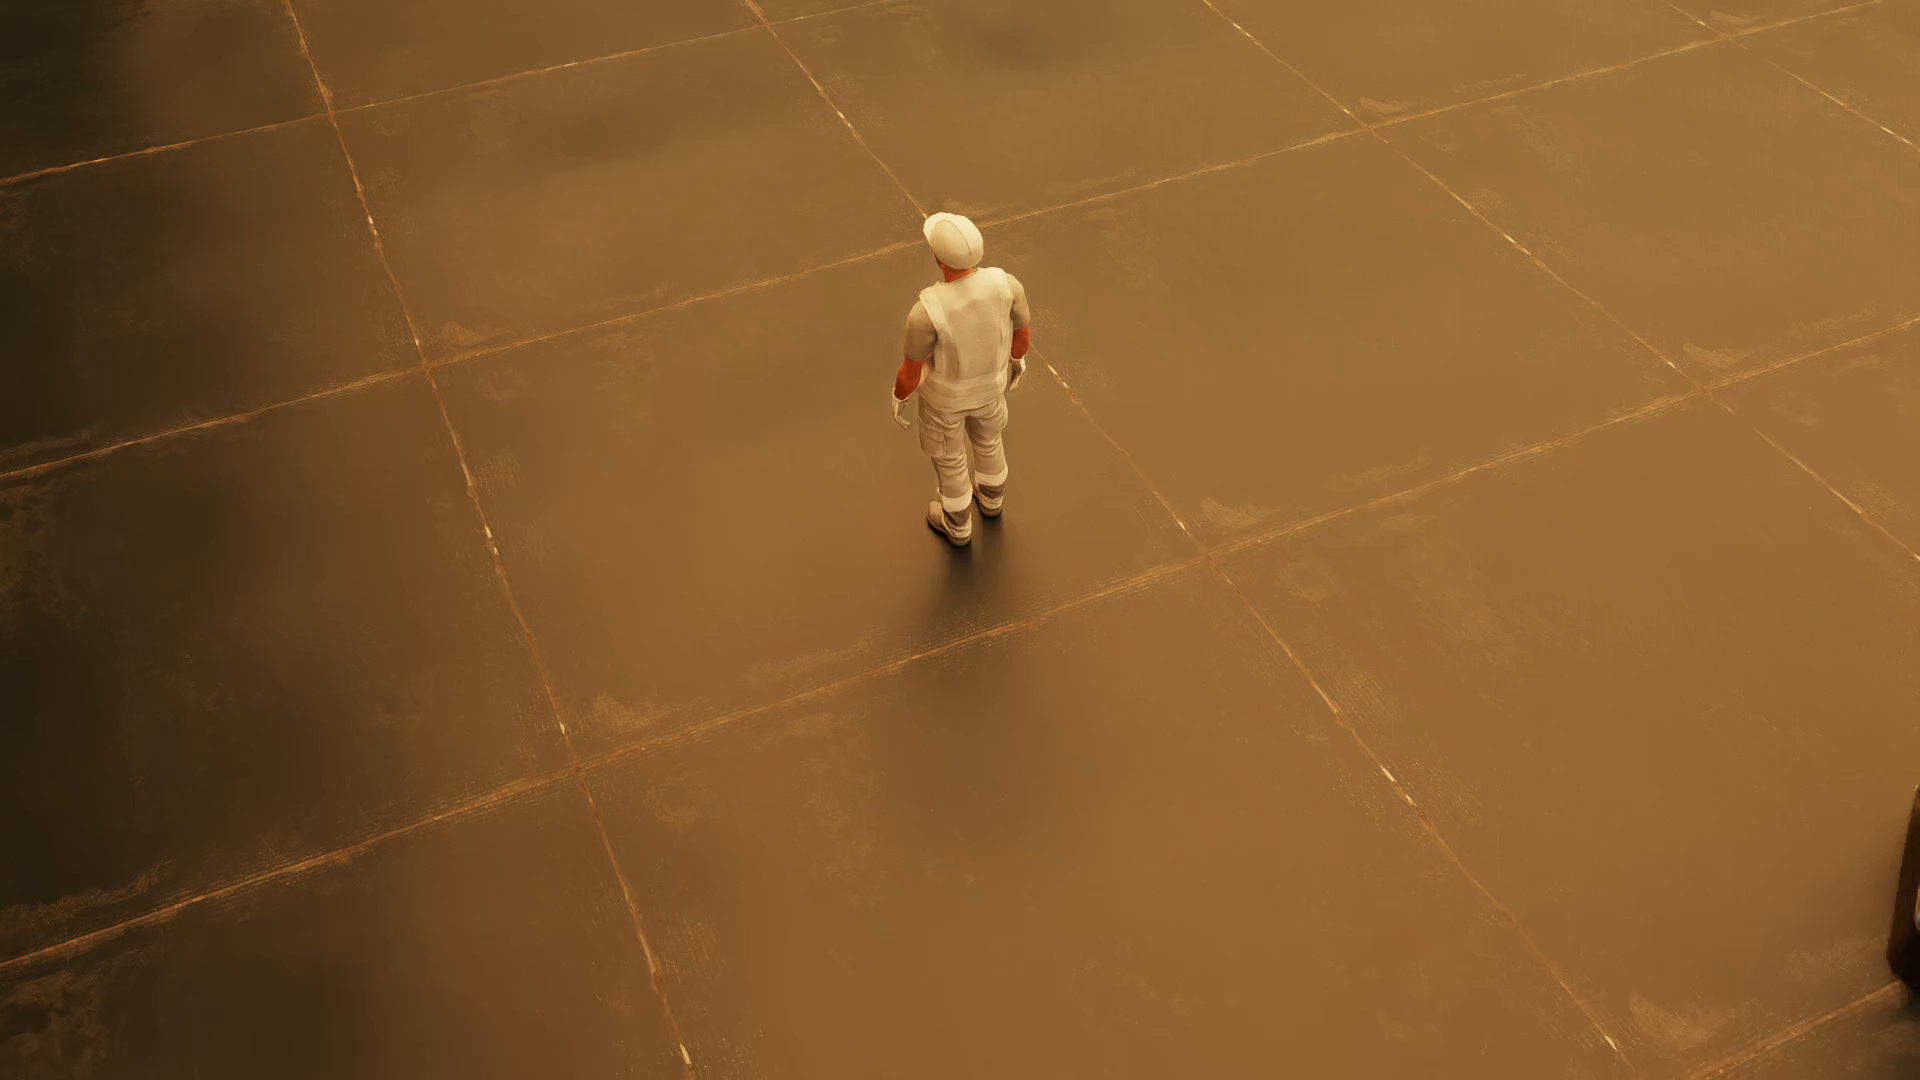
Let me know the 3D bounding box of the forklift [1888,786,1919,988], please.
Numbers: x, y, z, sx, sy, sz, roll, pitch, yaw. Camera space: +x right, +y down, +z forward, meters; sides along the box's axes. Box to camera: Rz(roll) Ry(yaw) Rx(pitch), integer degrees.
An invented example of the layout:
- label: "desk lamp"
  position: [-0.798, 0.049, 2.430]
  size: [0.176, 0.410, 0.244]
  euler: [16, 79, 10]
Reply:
- label: "forklift"
  position: [4.935, 0.747, 4.880]
  size: [3.031, 2.935, 1.130]
  euler: [21, 47, 21]

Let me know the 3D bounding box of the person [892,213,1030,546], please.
- label: "person"
  position: [-0.022, -0.713, 7.270]
  size: [0.637, 1.787, 0.564]
  euler: [-18, 46, -18]
